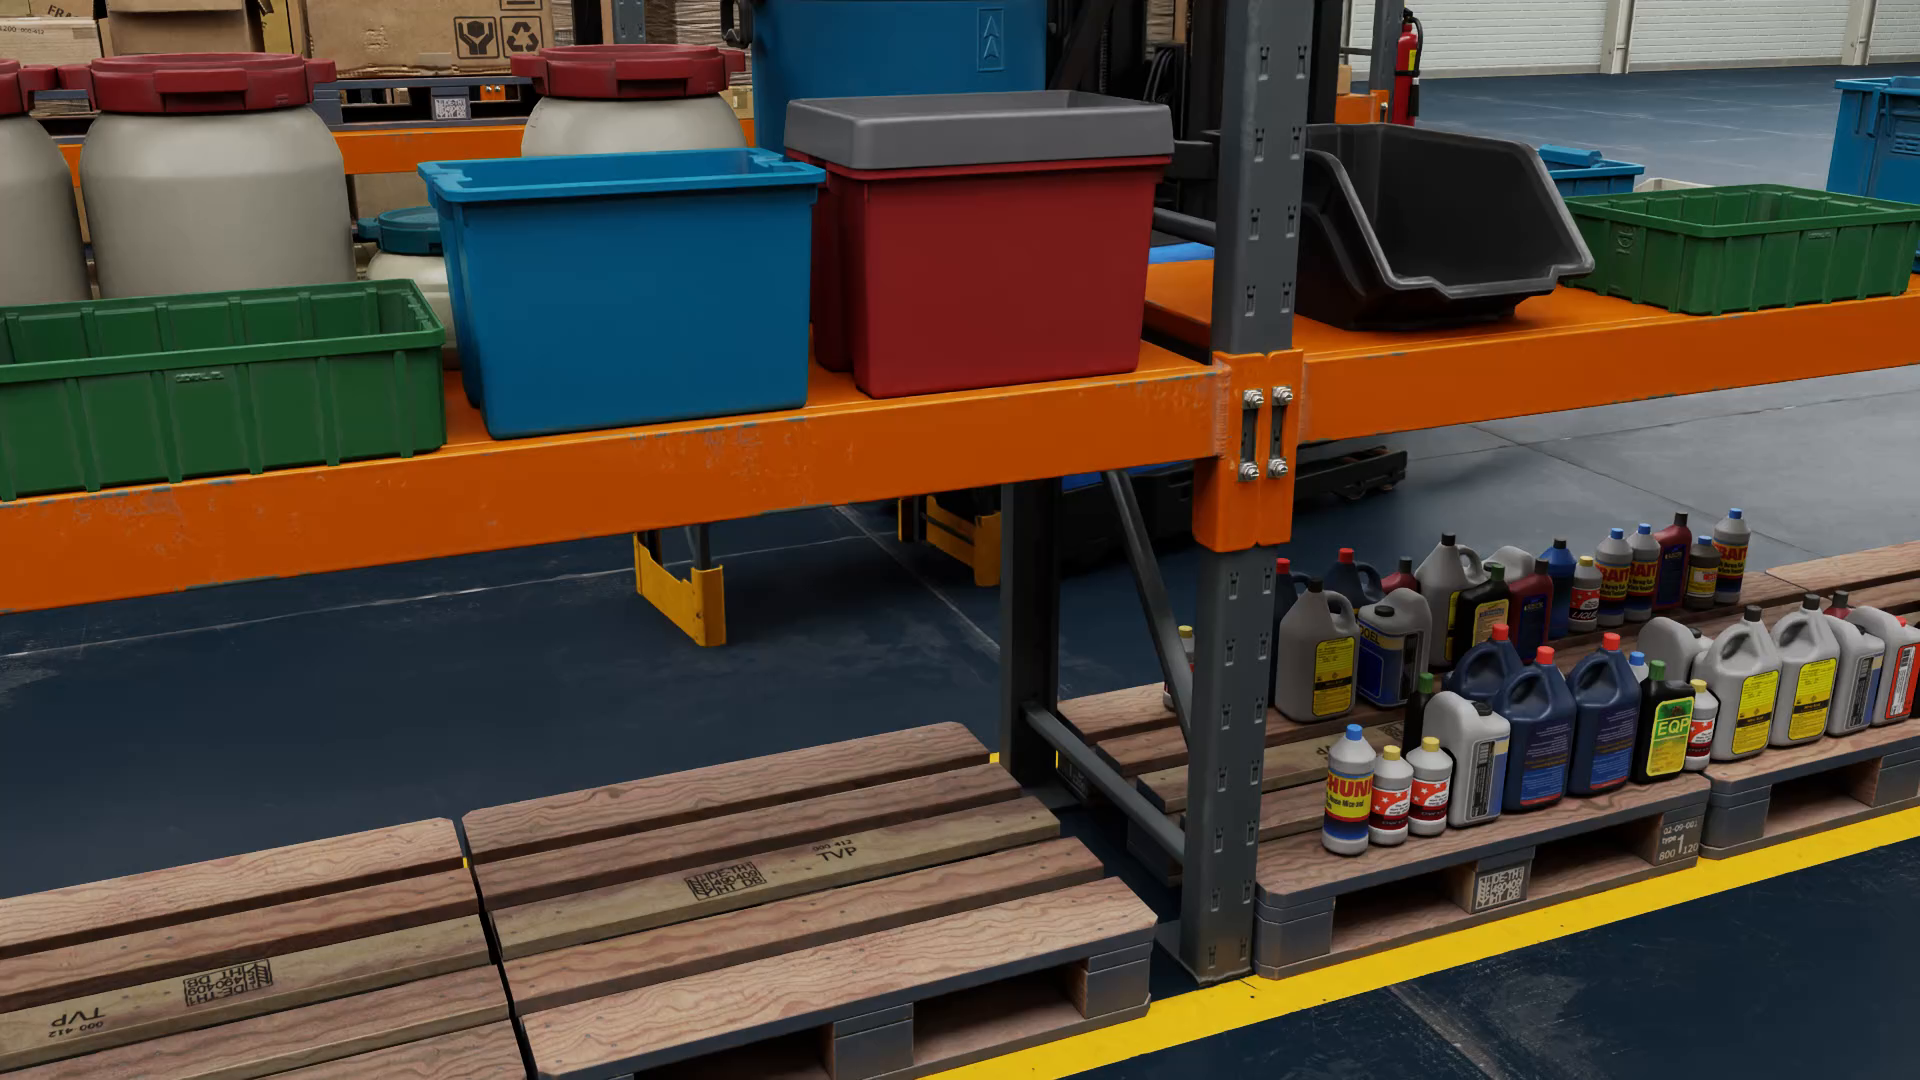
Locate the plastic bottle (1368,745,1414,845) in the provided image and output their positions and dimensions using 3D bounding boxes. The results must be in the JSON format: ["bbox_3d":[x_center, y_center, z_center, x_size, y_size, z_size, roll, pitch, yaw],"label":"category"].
[{"bbox_3d":[0.910,0.535,3.537,0.097,0.201,0.097,0,19,0],"label":"plastic bottle"}]

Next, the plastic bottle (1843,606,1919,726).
[{"bbox_3d":[2.268,0.295,4.105,0.135,0.276,0.152,-8,21,-22],"label":"plastic bottle"}]

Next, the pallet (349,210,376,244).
[{"bbox_3d":[-4.162,-2.252,12.100,1.213,0.211,1.003,-8,21,-22],"label":"pallet"}]

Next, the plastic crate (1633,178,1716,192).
[{"bbox_3d":[1.741,-0.822,4.237,0.437,0.136,0.530,-8,21,-22],"label":"plastic crate"}]

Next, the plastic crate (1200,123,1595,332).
[{"bbox_3d":[0.882,-0.656,3.463,0.504,0.338,0.767,-8,21,-22],"label":"plastic crate"}]

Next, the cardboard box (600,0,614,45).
[{"bbox_3d":[-2.653,-3.894,12.339,0.550,0.550,0.875,-8,21,-22],"label":"cardboard box"}]

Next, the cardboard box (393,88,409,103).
[{"bbox_3d":[-4.804,-3.827,14.999,0.500,0.500,0.500,-8,21,-22],"label":"cardboard box"}]

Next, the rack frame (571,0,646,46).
[{"bbox_3d":[-1.611,-2.166,7.657,0.127,3.000,1.000,-8,21,-22],"label":"rack frame"}]

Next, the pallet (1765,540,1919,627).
[{"bbox_3d":[3.224,0.263,4.957,1.213,0.211,1.003,-8,21,-22],"label":"pallet"}]

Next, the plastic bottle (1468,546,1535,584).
[{"bbox_3d":[1.451,0.161,4.487,0.135,0.276,0.152,-8,21,-21],"label":"plastic bottle"}]

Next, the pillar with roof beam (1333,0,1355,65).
[{"bbox_3d":[7.894,-10.506,22.311,0.400,9.000,9.100,-8,21,-22],"label":"pillar with roof beam"}]

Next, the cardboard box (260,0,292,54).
[{"bbox_3d":[-4.784,-3.456,11.170,0.500,0.500,0.500,-8,21,-21],"label":"cardboard box"}]

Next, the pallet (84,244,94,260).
[{"bbox_3d":[-6.402,-1.931,11.189,1.213,0.211,1.003,-8,21,-22],"label":"pallet"}]

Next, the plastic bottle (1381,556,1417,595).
[{"bbox_3d":[1.137,0.186,4.404,0.133,0.283,0.061,-7,20,-18],"label":"plastic bottle"}]

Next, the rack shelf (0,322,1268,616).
[{"bbox_3d":[-1.486,-0.053,2.740,4.000,0.370,1.077,-8,21,-22],"label":"rack shelf"}]

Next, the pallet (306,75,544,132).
[{"bbox_3d":[-2.371,-2.019,7.529,1.213,0.211,1.003,-8,21,-22],"label":"pallet"}]

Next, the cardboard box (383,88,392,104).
[{"bbox_3d":[-6.931,-5.565,20.819,0.500,0.250,0.500,-8,21,-21],"label":"cardboard box"}]

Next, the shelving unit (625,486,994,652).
[{"bbox_3d":[-0.493,-0.542,5.304,1.083,1.500,0.587,-12,22,-30],"label":"shelving unit"}]

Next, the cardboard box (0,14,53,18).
[{"bbox_3d":[-3.860,-2.076,6.972,0.258,0.266,0.396,-9,21,-23],"label":"cardboard box"}]

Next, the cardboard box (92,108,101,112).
[{"bbox_3d":[-10.004,-5.419,19.840,0.625,0.625,0.875,-7,21,-20],"label":"cardboard box"}]

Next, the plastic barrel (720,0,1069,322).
[{"bbox_3d":[-0.124,-0.934,3.402,0.708,0.901,0.600,-8,21,-22],"label":"plastic barrel"}]

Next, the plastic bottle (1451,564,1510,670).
[{"bbox_3d":[1.365,0.206,4.349,0.133,0.283,0.061,-8,21,-22],"label":"plastic bottle"}]

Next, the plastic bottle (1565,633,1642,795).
[{"bbox_3d":[1.429,0.382,3.747,0.185,0.351,0.144,-9,21,-24],"label":"plastic bottle"}]

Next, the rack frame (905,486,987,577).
[{"bbox_3d":[-0.052,-0.632,5.559,0.032,1.500,0.500,-12,22,-30],"label":"rack frame"}]

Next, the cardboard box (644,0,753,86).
[{"bbox_3d":[-1.174,-2.394,7.706,0.500,0.500,0.875,-8,21,-22],"label":"cardboard box"}]

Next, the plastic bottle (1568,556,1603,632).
[{"bbox_3d":[1.738,0.145,4.644,0.097,0.201,0.097,0,19,0],"label":"plastic bottle"}]

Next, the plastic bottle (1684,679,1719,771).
[{"bbox_3d":[1.699,0.422,3.857,0.097,0.201,0.097,0,19,0],"label":"plastic bottle"}]

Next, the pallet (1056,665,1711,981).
[{"bbox_3d":[0.984,0.584,4.045,1.213,0.211,1.003,-8,21,-22],"label":"pallet"}]

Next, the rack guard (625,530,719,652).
[{"bbox_3d":[-0.918,0.134,5.266,0.087,0.250,0.587,-12,22,-30],"label":"rack guard"}]

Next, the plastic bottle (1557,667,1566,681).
[{"bbox_3d":[1.341,0.388,3.848,0.097,0.271,0.097,0,19,0],"label":"plastic bottle"}]

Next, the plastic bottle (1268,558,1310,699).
[{"bbox_3d":[0.828,0.214,4.225,0.185,0.351,0.144,-9,21,-23],"label":"plastic bottle"}]

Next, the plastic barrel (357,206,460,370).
[{"bbox_3d":[-0.926,-0.463,3.029,0.301,0.262,0.301,0,19,0],"label":"plastic barrel"}]

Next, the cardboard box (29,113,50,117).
[{"bbox_3d":[-8.687,-3.692,15.315,0.625,0.372,0.950,-10,22,-26],"label":"cardboard box"}]

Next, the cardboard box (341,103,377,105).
[{"bbox_3d":[-6.017,-4.077,16.409,0.625,0.372,0.950,-8,21,-21],"label":"cardboard box"}]

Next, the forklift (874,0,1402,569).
[{"bbox_3d":[1.121,-1.657,6.315,3.031,2.935,1.130,-14,24,-35],"label":"forklift"}]

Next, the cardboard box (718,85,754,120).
[{"bbox_3d":[-1.060,-2.013,7.601,0.250,0.149,0.380,-8,21,-22],"label":"cardboard box"}]

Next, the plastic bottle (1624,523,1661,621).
[{"bbox_3d":[1.920,0.086,4.706,0.097,0.271,0.097,0,19,0],"label":"plastic bottle"}]

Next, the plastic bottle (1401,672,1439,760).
[{"bbox_3d":[1.060,0.427,3.721,0.133,0.283,0.061,-8,21,-22],"label":"plastic bottle"}]

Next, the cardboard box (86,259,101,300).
[{"bbox_3d":[-3.655,-0.916,7.209,0.500,0.500,0.700,-6,20,-17],"label":"cardboard box"}]

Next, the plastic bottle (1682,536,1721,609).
[{"bbox_3d":[2.140,0.088,4.807,0.097,0.201,0.097,0,19,0],"label":"plastic bottle"}]

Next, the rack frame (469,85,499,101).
[{"bbox_3d":[-3.483,-3.692,11.991,0.127,3.000,1.000,-8,21,-22],"label":"rack frame"}]

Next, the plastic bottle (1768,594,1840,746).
[{"bbox_3d":[1.990,0.301,3.975,0.185,0.351,0.144,-7,21,-20],"label":"plastic bottle"}]

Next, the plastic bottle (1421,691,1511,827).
[{"bbox_3d":[1.103,0.462,3.631,0.135,0.276,0.152,-7,21,-20],"label":"plastic bottle"}]

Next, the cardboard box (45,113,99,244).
[{"bbox_3d":[-5.760,-2.471,11.279,0.750,0.750,1.050,-8,21,-21],"label":"cardboard box"}]

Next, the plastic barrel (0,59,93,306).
[{"bbox_3d":[-1.686,-0.507,2.742,0.433,0.535,0.433,0,19,0],"label":"plastic barrel"}]

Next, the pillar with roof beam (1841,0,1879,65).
[{"bbox_3d":[18.912,-12.085,26.795,0.400,9.000,9.100,-8,21,-22],"label":"pillar with roof beam"}]

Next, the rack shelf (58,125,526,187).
[{"bbox_3d":[-3.448,-1.564,7.029,4.000,0.370,1.077,-8,21,-22],"label":"rack shelf"}]

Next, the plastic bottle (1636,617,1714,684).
[{"bbox_3d":[1.738,0.319,4.037,0.135,0.276,0.152,-8,21,-22],"label":"plastic bottle"}]

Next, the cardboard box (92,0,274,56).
[{"bbox_3d":[-3.167,-2.157,6.843,0.637,0.503,0.797,-6,20,-16],"label":"cardboard box"}]

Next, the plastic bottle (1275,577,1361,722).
[{"bbox_3d":[0.885,0.258,4.100,0.185,0.351,0.144,-8,21,-22],"label":"plastic bottle"}]

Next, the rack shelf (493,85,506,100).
[{"bbox_3d":[-1.647,-3.616,12.857,4.000,0.370,1.077,-8,21,-22],"label":"rack shelf"}]

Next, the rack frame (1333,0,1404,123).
[{"bbox_3d":[2.061,-2.692,9.152,0.127,3.000,1.000,-8,21,-22],"label":"rack frame"}]

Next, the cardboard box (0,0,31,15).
[{"bbox_3d":[-6.171,-3.257,10.606,0.500,0.500,0.500,-8,21,-22],"label":"cardboard box"}]

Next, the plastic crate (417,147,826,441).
[{"bbox_3d":[-0.539,-0.408,2.689,0.575,0.384,0.392,-8,21,-22],"label":"plastic crate"}]

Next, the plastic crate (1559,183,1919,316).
[{"bbox_3d":[1.709,-0.648,3.665,0.662,0.188,0.450,-8,21,-22],"label":"plastic crate"}]

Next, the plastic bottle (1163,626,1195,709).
[{"bbox_3d":[0.560,0.314,4.165,0.097,0.201,0.097,0,19,0],"label":"plastic bottle"}]

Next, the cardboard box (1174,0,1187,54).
[{"bbox_3d":[1.134,-2.713,8.613,0.500,0.500,0.875,-8,21,-22],"label":"cardboard box"}]
